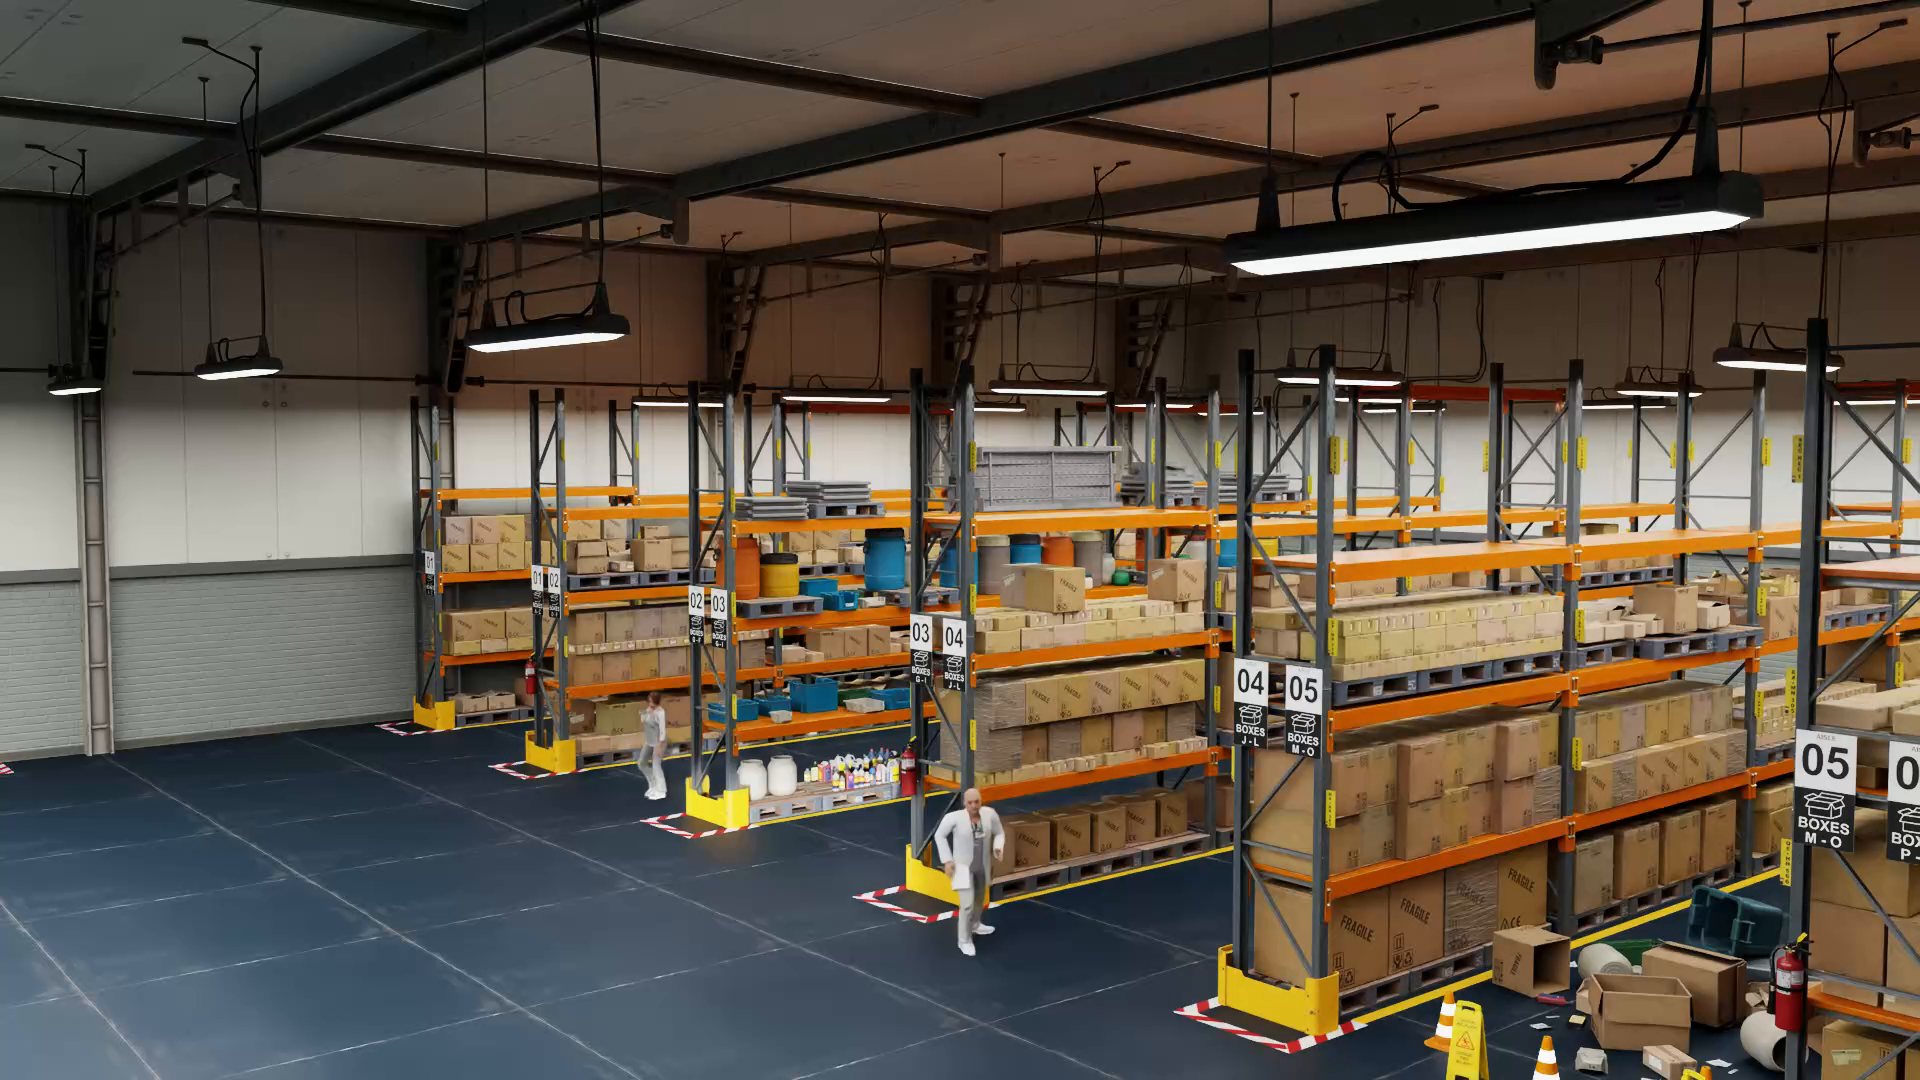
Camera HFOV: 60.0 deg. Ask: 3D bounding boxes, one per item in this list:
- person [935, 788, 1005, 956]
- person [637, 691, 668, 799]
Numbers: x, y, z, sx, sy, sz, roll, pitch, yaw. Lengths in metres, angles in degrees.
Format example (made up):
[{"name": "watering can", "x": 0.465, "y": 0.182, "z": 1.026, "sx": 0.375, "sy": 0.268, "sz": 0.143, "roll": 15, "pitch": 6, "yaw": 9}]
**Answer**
[{"name": "person", "x": 0.133, "y": 3.326, "z": 16.928, "sx": 0.763, "sy": 1.703, "sz": 0.969, "roll": -2, "pitch": 4, "yaw": -28}, {"name": "person", "x": -4.384, "y": 2.948, "z": 23.878, "sx": 0.530, "sy": 1.571, "sz": 0.413, "roll": 3, "pitch": 5, "yaw": 43}]
